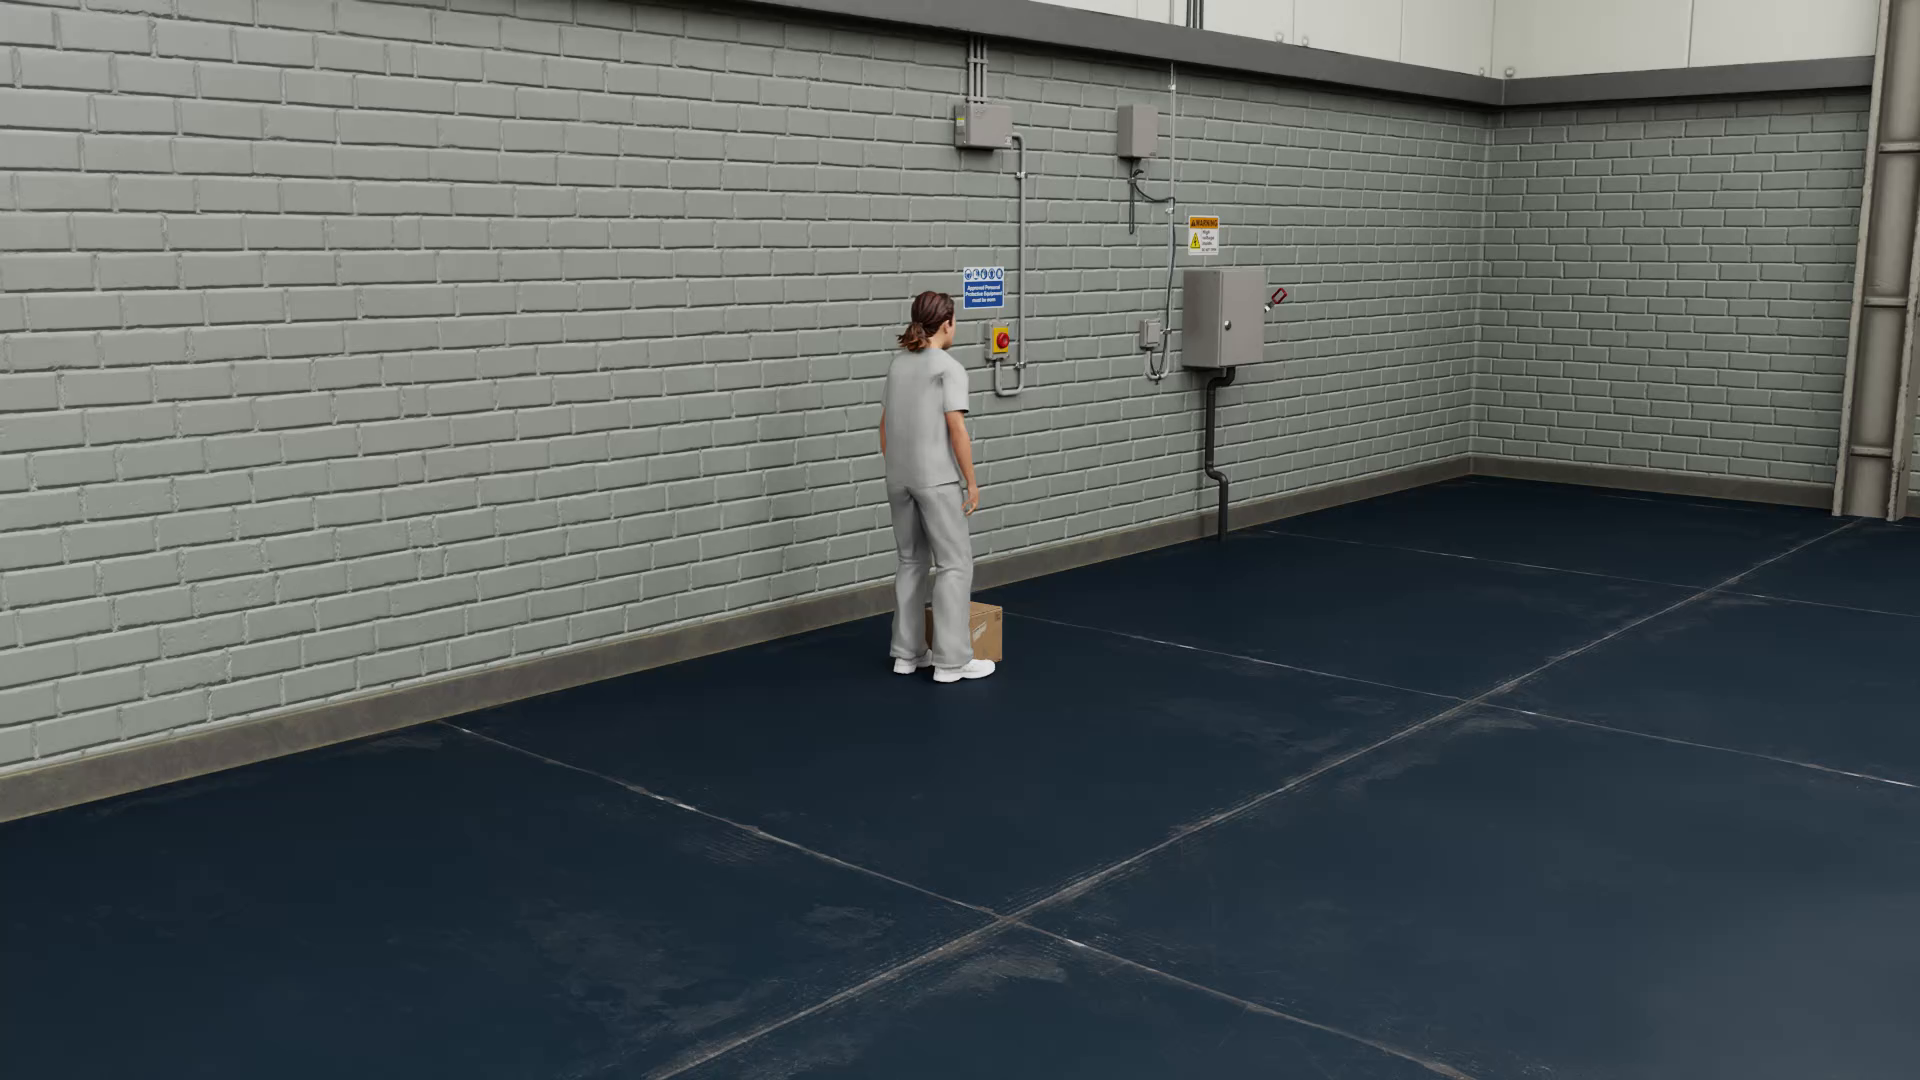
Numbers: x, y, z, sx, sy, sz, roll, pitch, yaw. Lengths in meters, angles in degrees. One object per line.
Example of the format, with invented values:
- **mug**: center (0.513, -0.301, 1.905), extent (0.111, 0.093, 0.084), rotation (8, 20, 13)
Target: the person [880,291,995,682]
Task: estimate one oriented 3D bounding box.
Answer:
- **person**: center (-0.132, -0.230, 7.222), extent (0.502, 1.659, 0.353), rotation (9, 13, 39)
